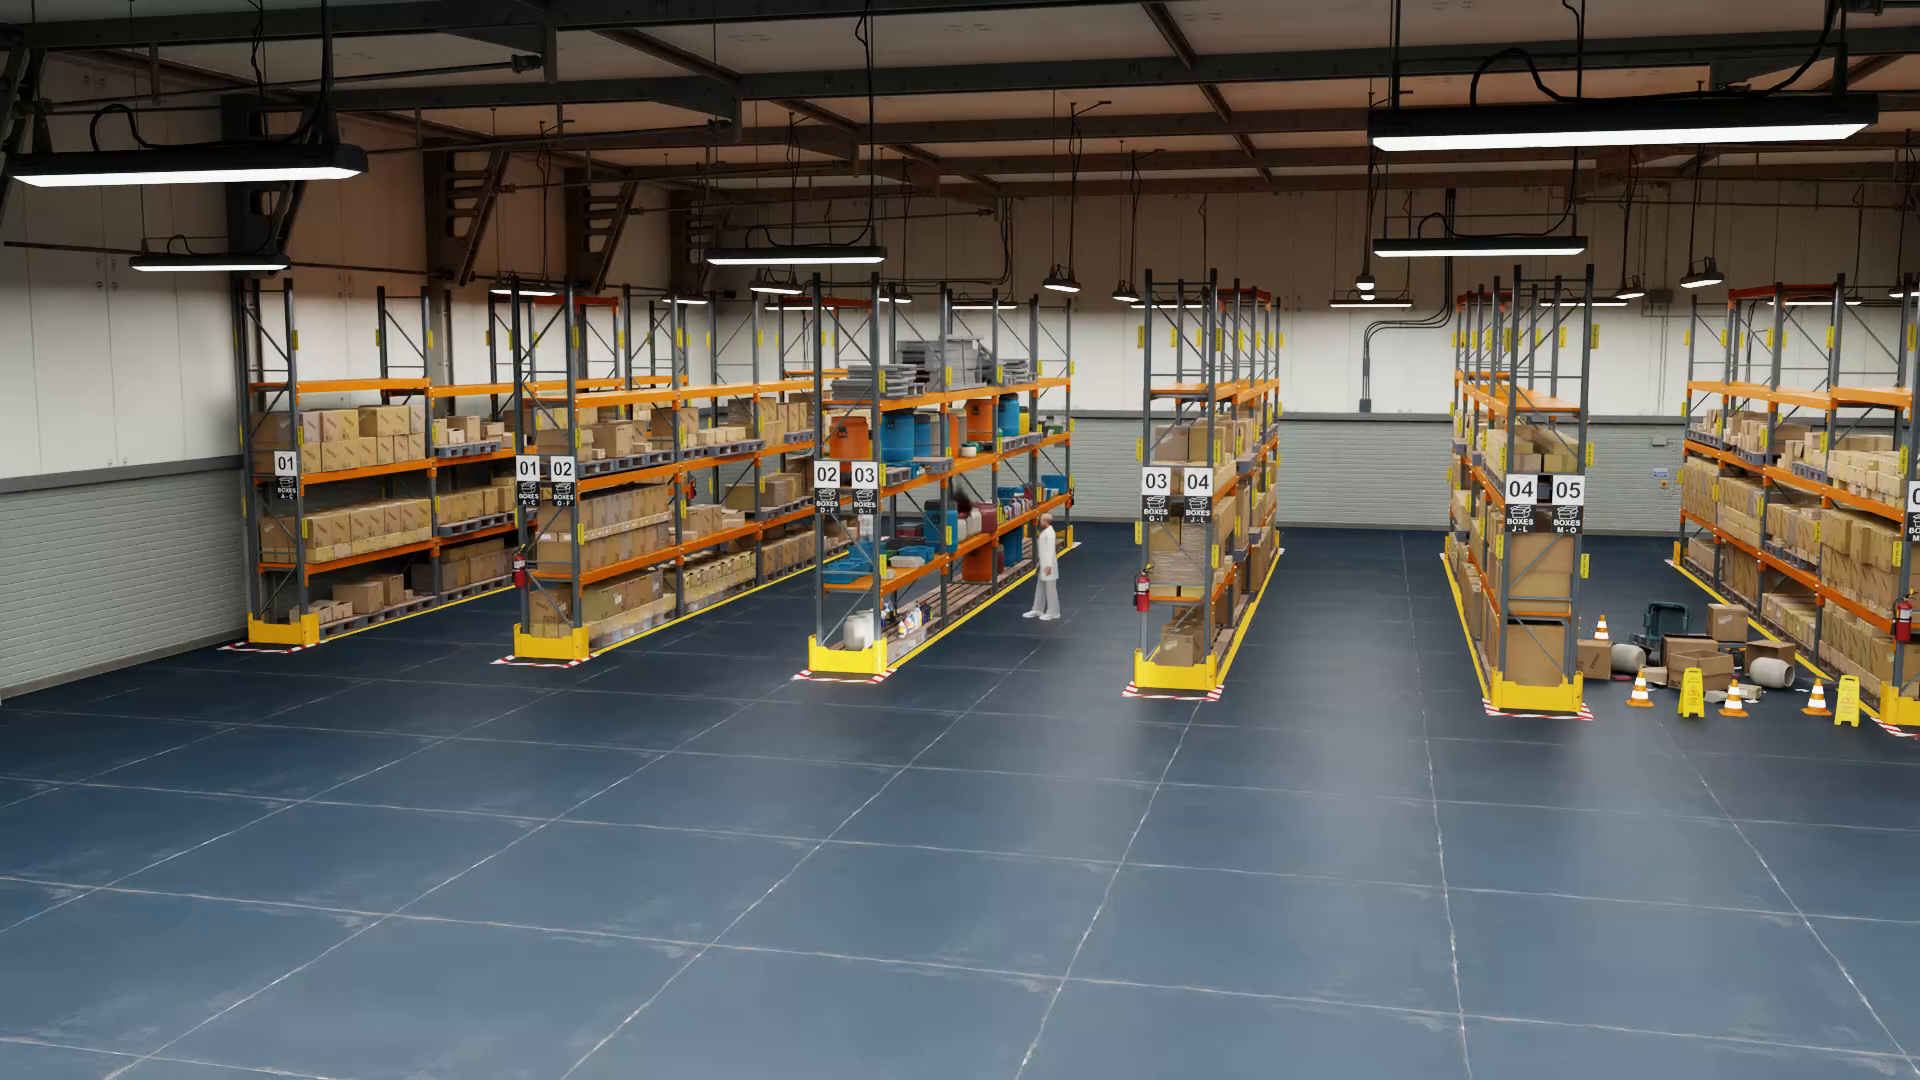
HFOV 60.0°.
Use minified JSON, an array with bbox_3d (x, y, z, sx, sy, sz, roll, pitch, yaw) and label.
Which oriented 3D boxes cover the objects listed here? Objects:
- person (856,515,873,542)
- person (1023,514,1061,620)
[{"bbox_3d":[-1.818,-0.084,33.163,0.442,1.656,0.598,1,7,12],"label":"person"},{"bbox_3d":[1.399,0.451,28.134,0.615,1.797,0.600,-1,7,-7],"label":"person"}]
